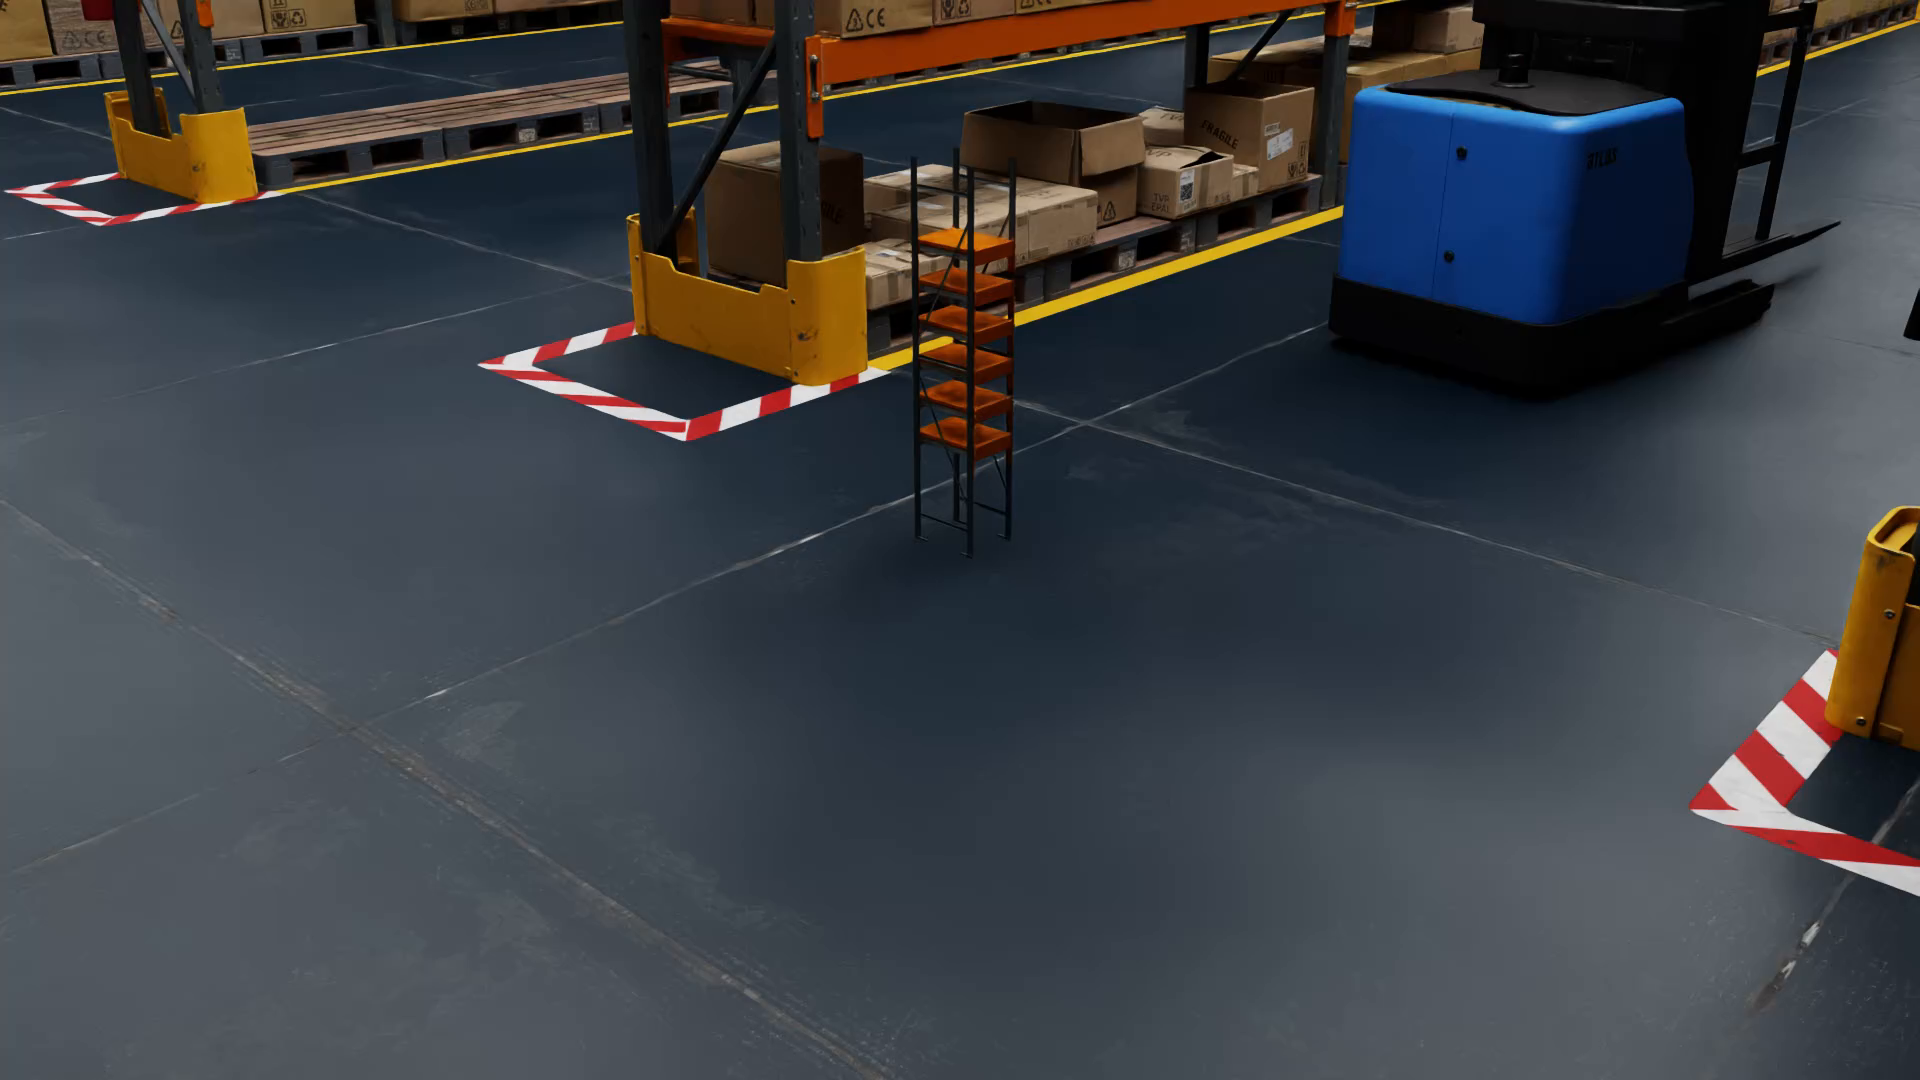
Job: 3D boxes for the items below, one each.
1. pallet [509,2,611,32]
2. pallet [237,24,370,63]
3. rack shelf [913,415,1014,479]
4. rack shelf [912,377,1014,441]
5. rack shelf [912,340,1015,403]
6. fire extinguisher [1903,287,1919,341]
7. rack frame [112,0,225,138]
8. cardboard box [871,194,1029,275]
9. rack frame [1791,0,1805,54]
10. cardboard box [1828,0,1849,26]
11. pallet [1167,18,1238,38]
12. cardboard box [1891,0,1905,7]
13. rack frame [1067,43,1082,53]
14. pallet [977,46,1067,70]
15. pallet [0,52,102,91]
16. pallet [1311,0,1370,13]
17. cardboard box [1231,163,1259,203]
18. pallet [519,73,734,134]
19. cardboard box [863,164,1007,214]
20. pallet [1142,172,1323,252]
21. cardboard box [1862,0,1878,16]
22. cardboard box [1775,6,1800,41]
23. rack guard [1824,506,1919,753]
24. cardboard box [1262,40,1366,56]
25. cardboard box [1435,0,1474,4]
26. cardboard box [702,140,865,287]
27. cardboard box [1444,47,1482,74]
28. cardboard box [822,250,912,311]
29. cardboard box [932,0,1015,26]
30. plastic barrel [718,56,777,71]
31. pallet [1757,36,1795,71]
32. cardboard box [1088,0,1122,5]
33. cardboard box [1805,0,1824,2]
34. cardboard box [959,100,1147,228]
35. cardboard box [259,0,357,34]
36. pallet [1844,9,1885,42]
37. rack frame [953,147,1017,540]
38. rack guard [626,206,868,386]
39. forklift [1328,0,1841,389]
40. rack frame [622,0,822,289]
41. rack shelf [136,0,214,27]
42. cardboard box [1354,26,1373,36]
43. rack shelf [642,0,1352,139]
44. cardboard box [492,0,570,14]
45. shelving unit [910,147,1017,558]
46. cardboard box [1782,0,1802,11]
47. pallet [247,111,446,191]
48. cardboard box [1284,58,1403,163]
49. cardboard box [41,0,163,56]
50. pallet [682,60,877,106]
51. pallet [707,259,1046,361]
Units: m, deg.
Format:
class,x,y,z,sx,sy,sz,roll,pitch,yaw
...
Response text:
class,x,y,z,sx,sy,sz,roll,pitch,yaw
pallet,-4.384,-5.439,17.123,1.003,0.211,1.213,20,31,38
pallet,-6.223,-4.600,15.251,1.003,0.211,1.213,20,31,38
rack shelf,0.010,-0.292,5.131,0.258,0.103,0.180,20,31,38
rack shelf,0.010,-0.402,5.082,0.258,0.103,0.180,20,31,38
rack shelf,0.010,-0.511,5.033,0.258,0.103,0.180,20,31,38
fire extinguisher,2.295,-0.681,3.652,0.296,0.674,0.183,20,31,38
rack frame,-4.638,-3.511,9.415,1.000,3.000,0.127,20,31,38
cardboard box,-0.044,-1.344,7.405,0.500,0.250,0.500,20,31,38
rack frame,7.057,-5.814,14.550,1.000,3.000,0.127,20,31,38
cardboard box,7.930,-4.960,15.494,0.500,0.250,0.500,20,31,38
pallet,2.061,-5.272,16.749,1.003,0.211,1.213,20,31,38
cardboard box,9.264,-5.570,16.853,0.500,0.250,0.500,20,31,38
rack frame,0.701,-5.949,14.851,1.000,3.000,0.127,20,31,38
pallet,0.206,-4.425,14.860,1.003,0.211,1.213,20,31,38
pallet,-7.851,-3.856,13.593,1.003,0.211,1.213,20,31,38
pallet,3.850,-6.088,18.570,1.003,0.211,1.213,20,31,38
cardboard box,1.343,-1.894,8.756,0.380,0.149,0.250,20,31,38
pallet,-2.430,-3.223,12.180,1.003,0.211,1.213,20,31,38
cardboard box,-0.116,-1.618,8.015,0.500,0.250,0.500,20,31,38
pallet,1.259,-1.895,9.218,1.003,0.211,1.213,20,31,38
cardboard box,8.597,-5.265,16.174,0.500,0.250,0.500,20,31,38
cardboard box,6.996,-4.545,14.568,0.500,0.250,0.500,20,31,37
rack guard,2.724,0.342,3.877,1.175,0.500,0.348,20,31,38
cardboard box,2.170,-2.813,10.376,0.500,0.500,0.500,20,31,38
cardboard box,3.224,-3.317,10.583,0.500,0.250,0.500,19,31,37
cardboard box,-0.772,-1.451,7.337,0.500,0.500,0.500,20,31,38
cardboard box,2.909,-2.833,10.420,0.500,0.500,0.500,21,31,38
cardboard box,-0.416,-1.091,6.964,0.380,0.149,0.250,20,31,38
cardboard box,-0.119,-2.425,6.870,0.500,0.500,0.500,20,31,37
plastic barrel,-1.593,-4.125,12.836,0.600,0.901,0.708,20,31,38
pallet,6.594,-4.306,14.596,1.003,0.211,1.213,20,31,38
cardboard box,0.553,-2.729,7.548,0.500,0.500,0.500,21,31,38
cardboard box,7.600,-5.149,14.998,0.500,0.500,0.500,20,31,38
cardboard box,0.468,-1.864,8.255,0.797,0.503,0.637,20,31,38
cardboard box,-6.157,-5.125,15.098,0.875,0.875,0.875,20,31,38
pallet,8.433,-5.146,16.468,1.003,0.211,1.213,20,31,38
rack frame,0.071,-0.580,5.077,0.240,1.200,0.006,20,31,38
rack guard,-0.901,-1.040,6.959,1.175,0.500,0.348,20,31,38
forklift,3.008,-2.415,7.053,3.031,2.935,1.130,-20,31,-37
rack frame,-0.952,-2.158,6.396,1.000,3.000,0.127,20,31,38
rack shelf,-3.303,-3.792,10.921,1.077,0.370,4.000,20,31,38
cardboard box,2.843,-3.122,11.063,0.500,0.500,0.500,19,30,36
rack shelf,0.383,-2.439,7.902,1.077,0.370,4.000,20,31,38
cardboard box,-4.649,-5.777,16.553,1.225,0.875,0.875,19,30,36
shelving unit,0.010,-0.552,5.014,0.258,1.200,0.189,20,31,38
cardboard box,7.000,-4.805,14.462,0.500,0.311,0.500,20,31,38
pallet,-4.059,-2.479,10.522,1.003,0.211,1.213,20,31,38
cardboard box,2.222,-2.517,9.715,0.500,0.500,0.500,18,30,35
cardboard box,-7.352,-4.580,13.882,0.875,0.875,0.875,20,31,38
pallet,-1.422,-3.681,13.202,1.003,0.211,1.213,20,31,38
pallet,-0.370,-1.151,7.560,1.003,0.211,1.213,20,31,38
